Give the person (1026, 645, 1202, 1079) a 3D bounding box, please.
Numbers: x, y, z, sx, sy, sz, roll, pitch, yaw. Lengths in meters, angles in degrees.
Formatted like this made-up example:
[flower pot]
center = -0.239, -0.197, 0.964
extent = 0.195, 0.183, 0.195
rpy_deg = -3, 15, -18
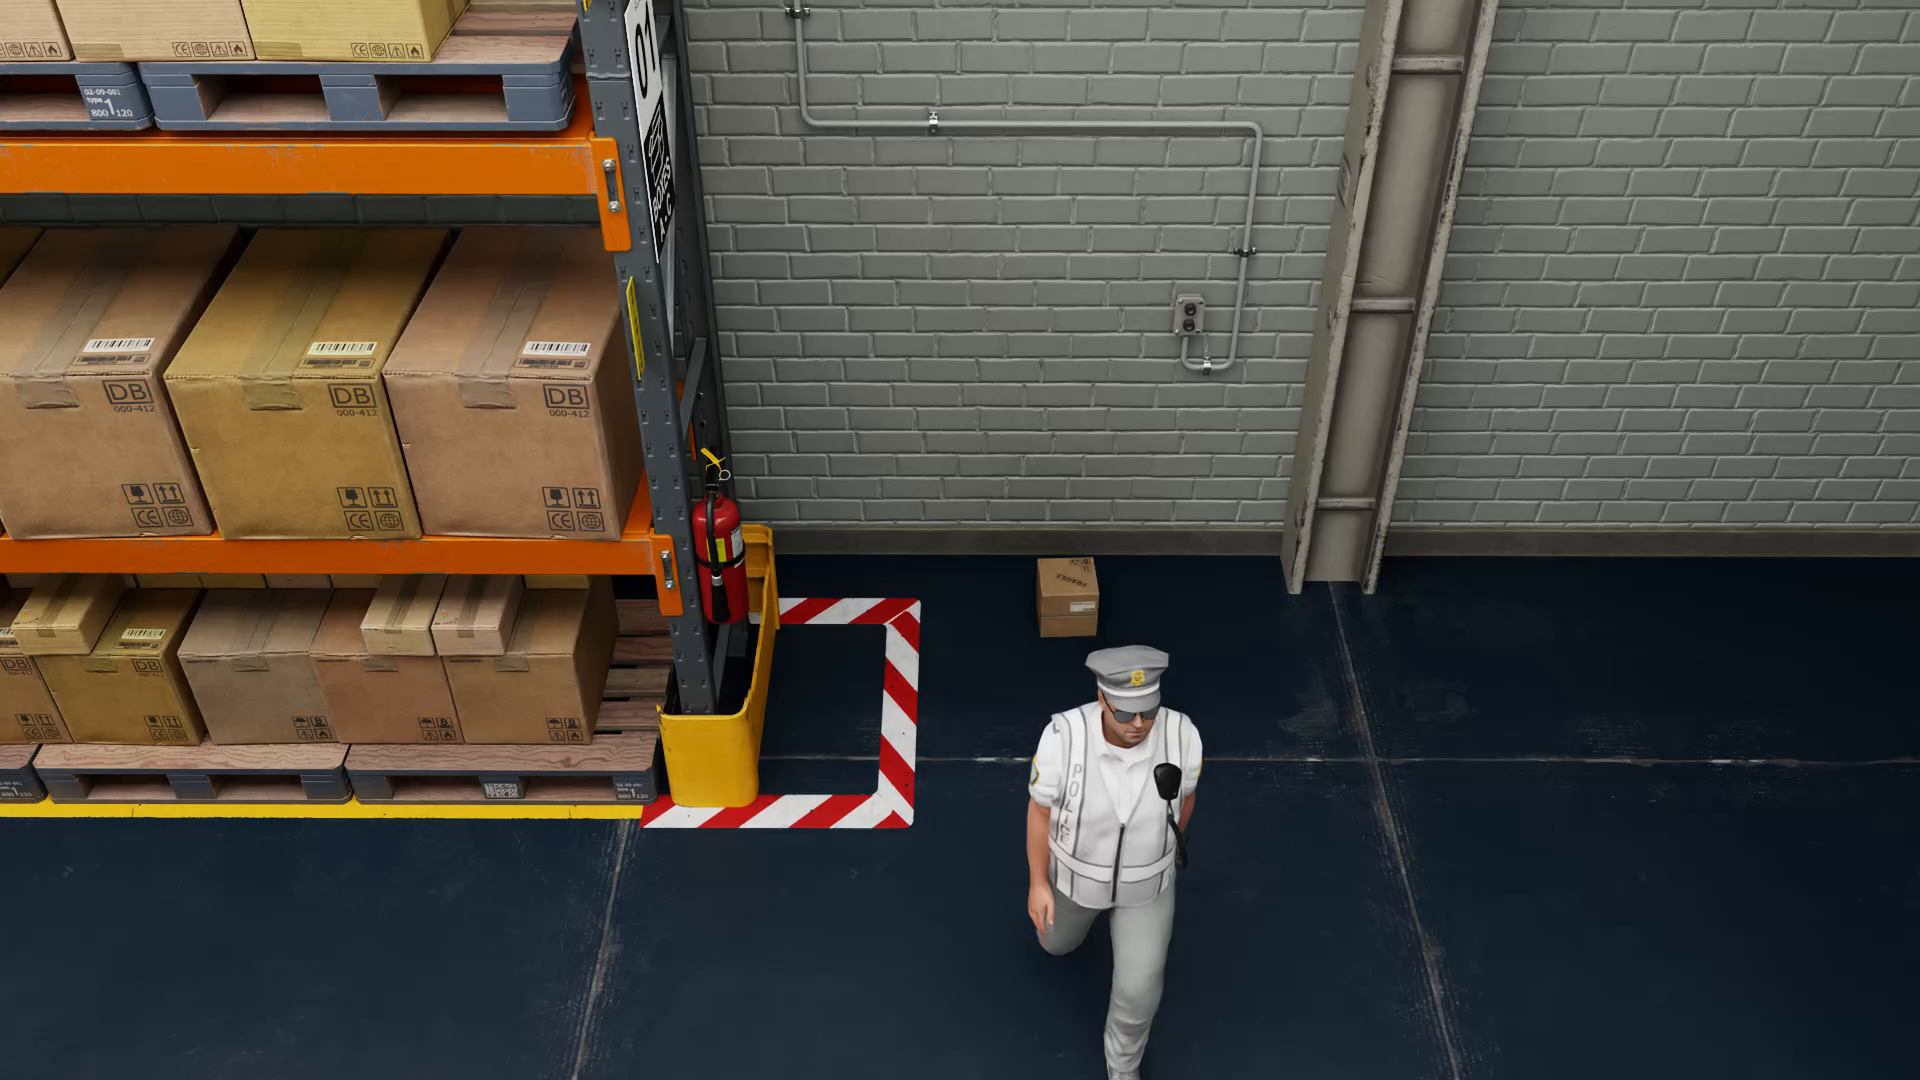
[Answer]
[person]
center = 0.471, 0.984, 5.271
extent = 0.529, 1.731, 0.951
rpy_deg = 1, 39, 1
